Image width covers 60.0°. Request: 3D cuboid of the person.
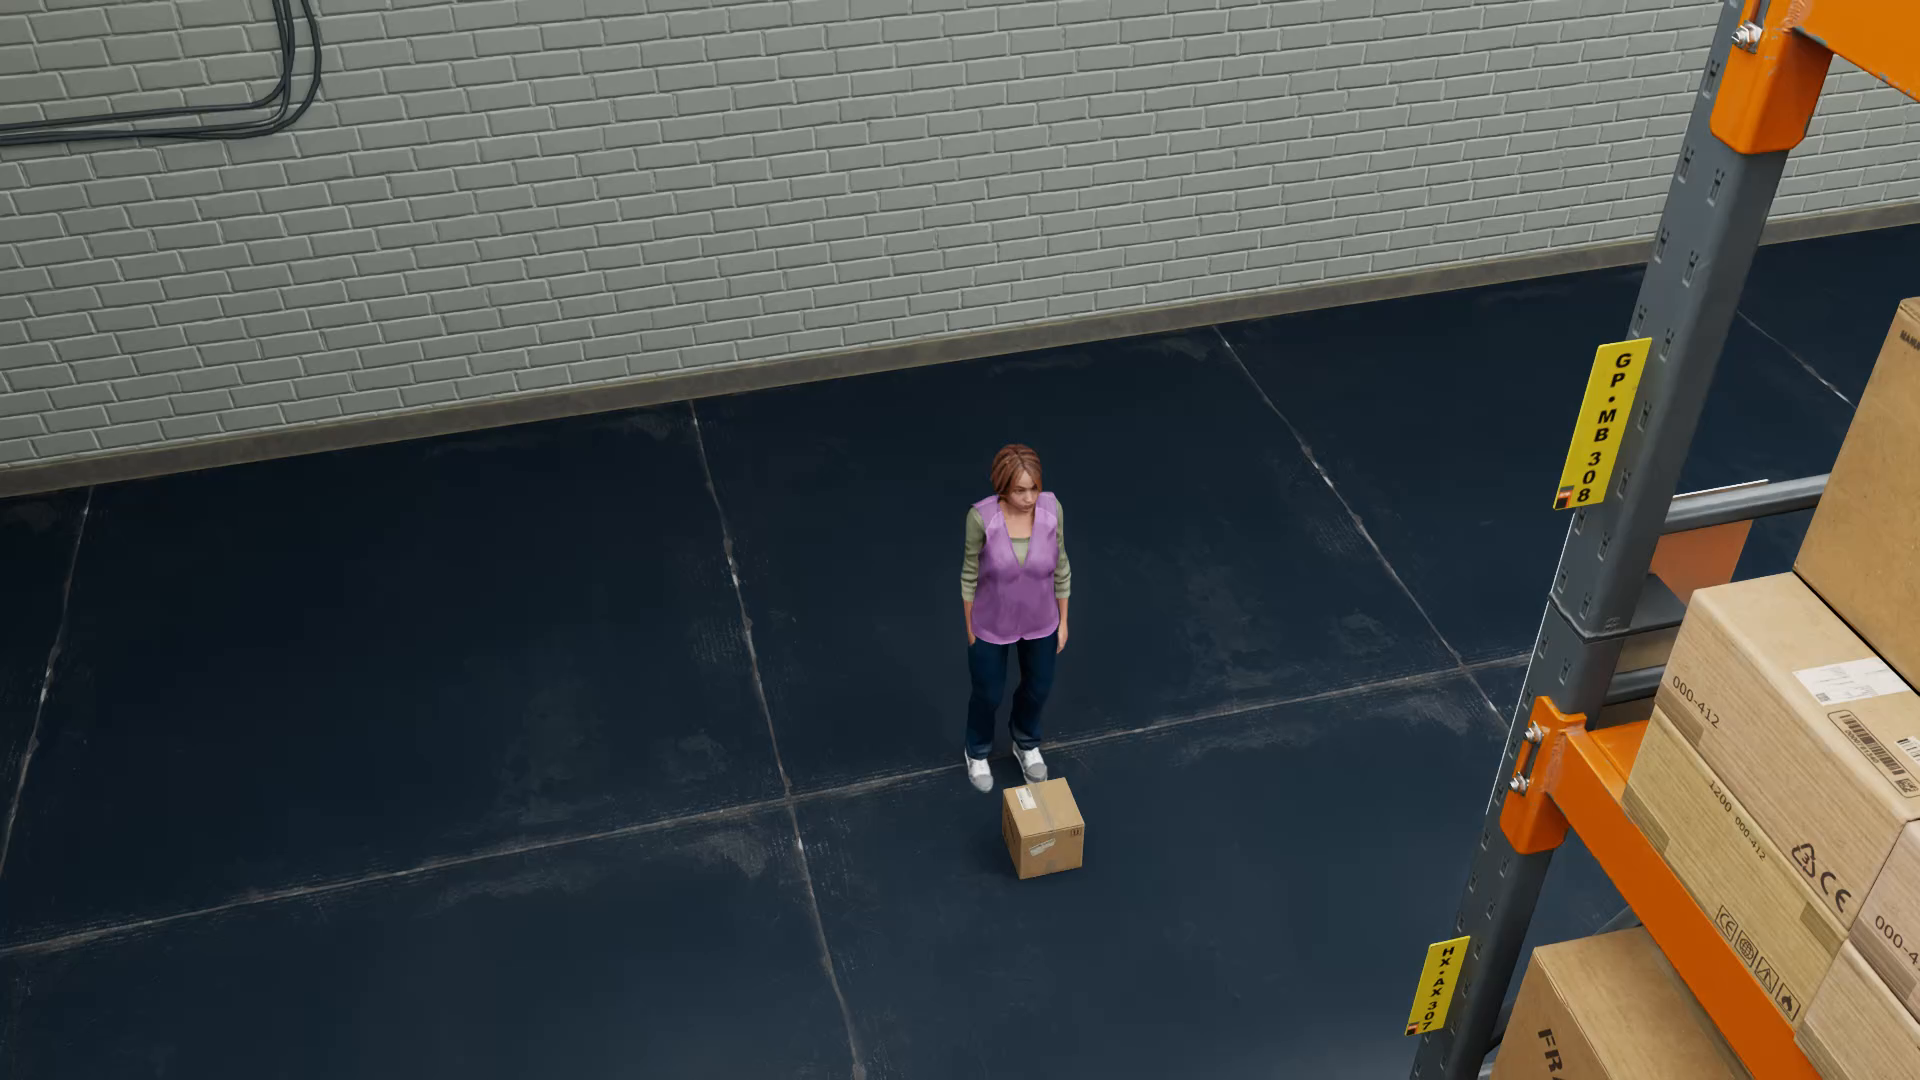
[{"bbox_3d":[0.213,0.323,6.343,0.418,1.622,0.306,-9,40,-11],"label":"person"}]
